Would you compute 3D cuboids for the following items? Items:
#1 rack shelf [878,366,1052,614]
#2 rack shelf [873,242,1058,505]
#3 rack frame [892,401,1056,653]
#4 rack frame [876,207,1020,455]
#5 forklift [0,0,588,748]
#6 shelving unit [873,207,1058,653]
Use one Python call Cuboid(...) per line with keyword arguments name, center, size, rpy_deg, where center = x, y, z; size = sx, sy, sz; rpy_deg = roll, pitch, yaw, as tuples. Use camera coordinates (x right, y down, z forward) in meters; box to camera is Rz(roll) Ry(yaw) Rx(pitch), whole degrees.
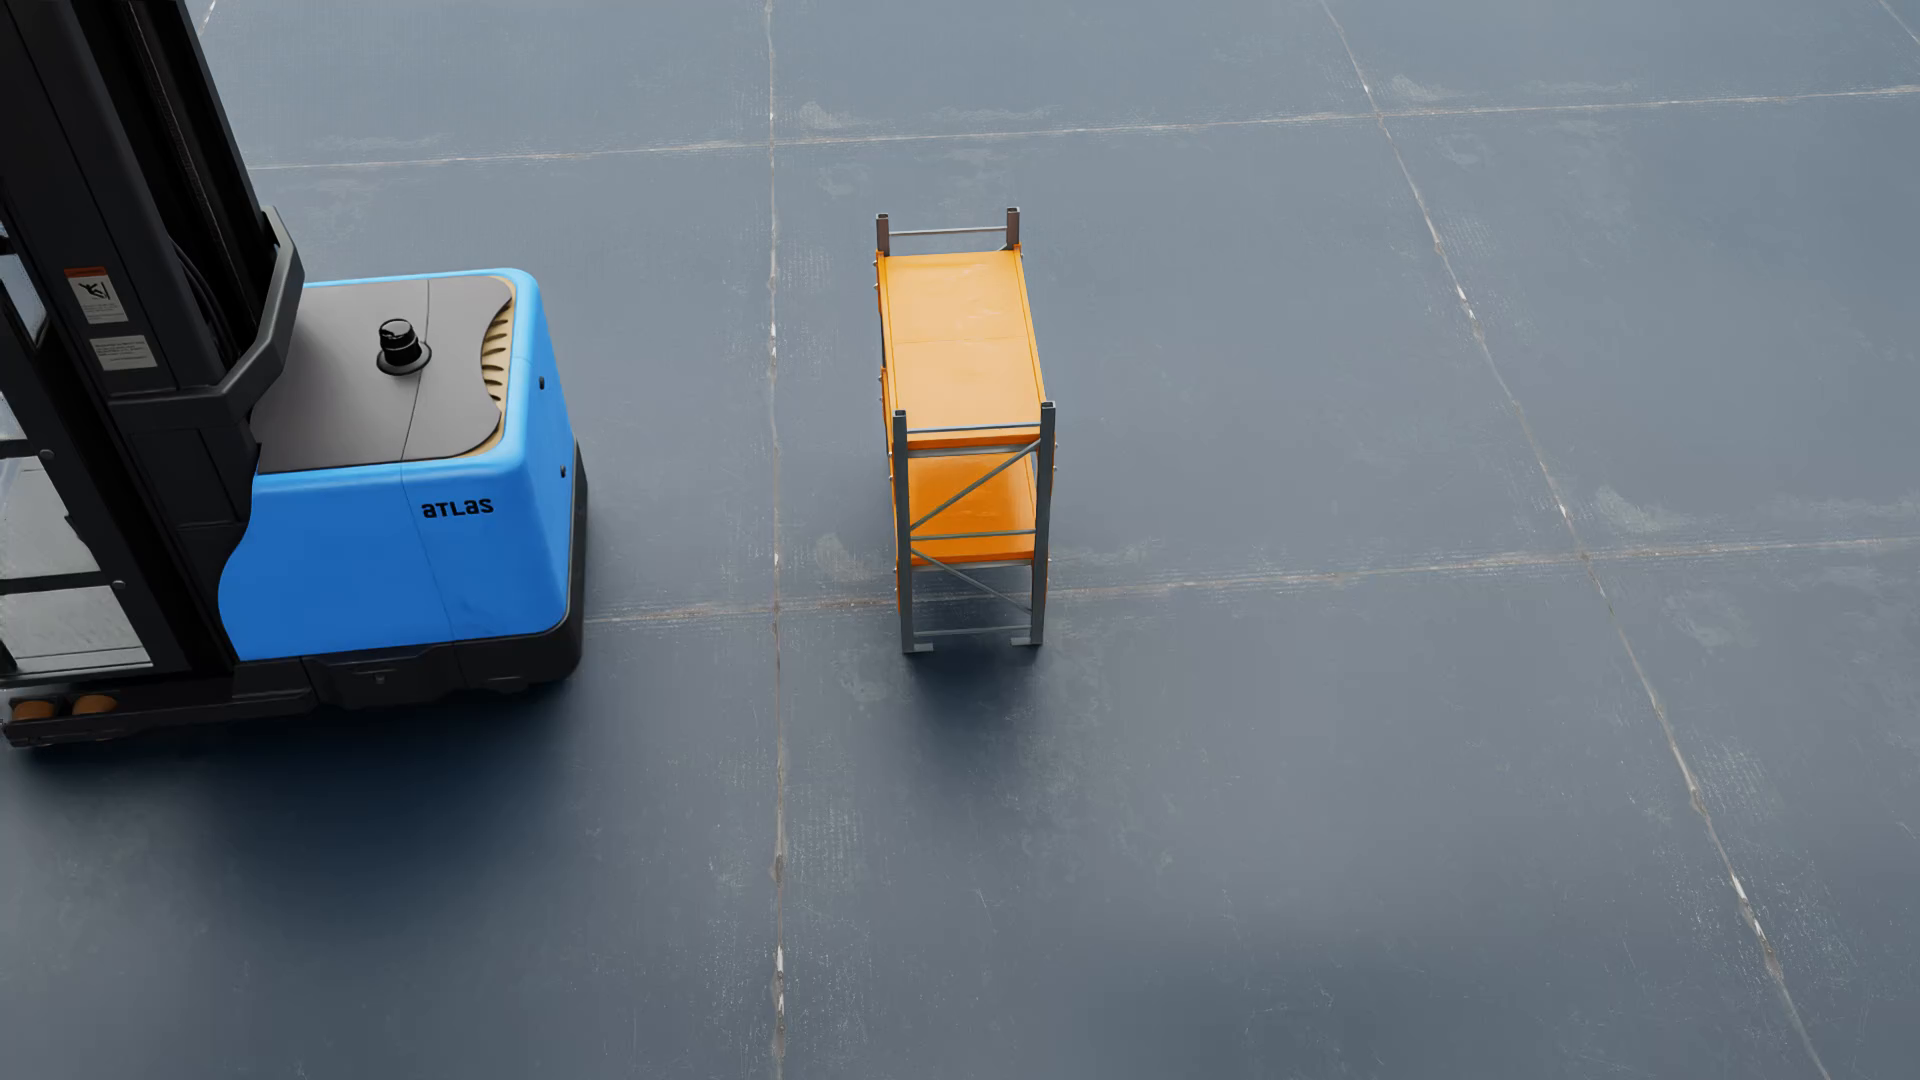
Cuboid(name="rack shelf", center=(0.001, -0.214, 6.014), size=(0.538, 0.278, 1.000), rpy_deg=(-3, 47, -3))
Cuboid(name="rack shelf", center=(0.001, -0.583, 5.624), size=(0.538, 0.278, 1.000), rpy_deg=(-3, 47, -3))
Cuboid(name="rack frame", center=(0.043, -0.014, 5.489), size=(0.500, 1.125, 0.032), rpy_deg=(-3, 47, -3))
Cuboid(name="rack frame", center=(-0.042, -0.750, 6.185), size=(0.500, 1.125, 0.032), rpy_deg=(-3, 47, -3))
Cuboid(name="forklift", center=(-2.871, -0.723, 4.916), size=(3.031, 2.935, 1.130), rpy_deg=(-5, 47, -5))
Cuboid(name="shelving unit", center=(0.001, -0.382, 5.837), size=(0.538, 1.125, 1.048), rpy_deg=(-3, 47, -3))
